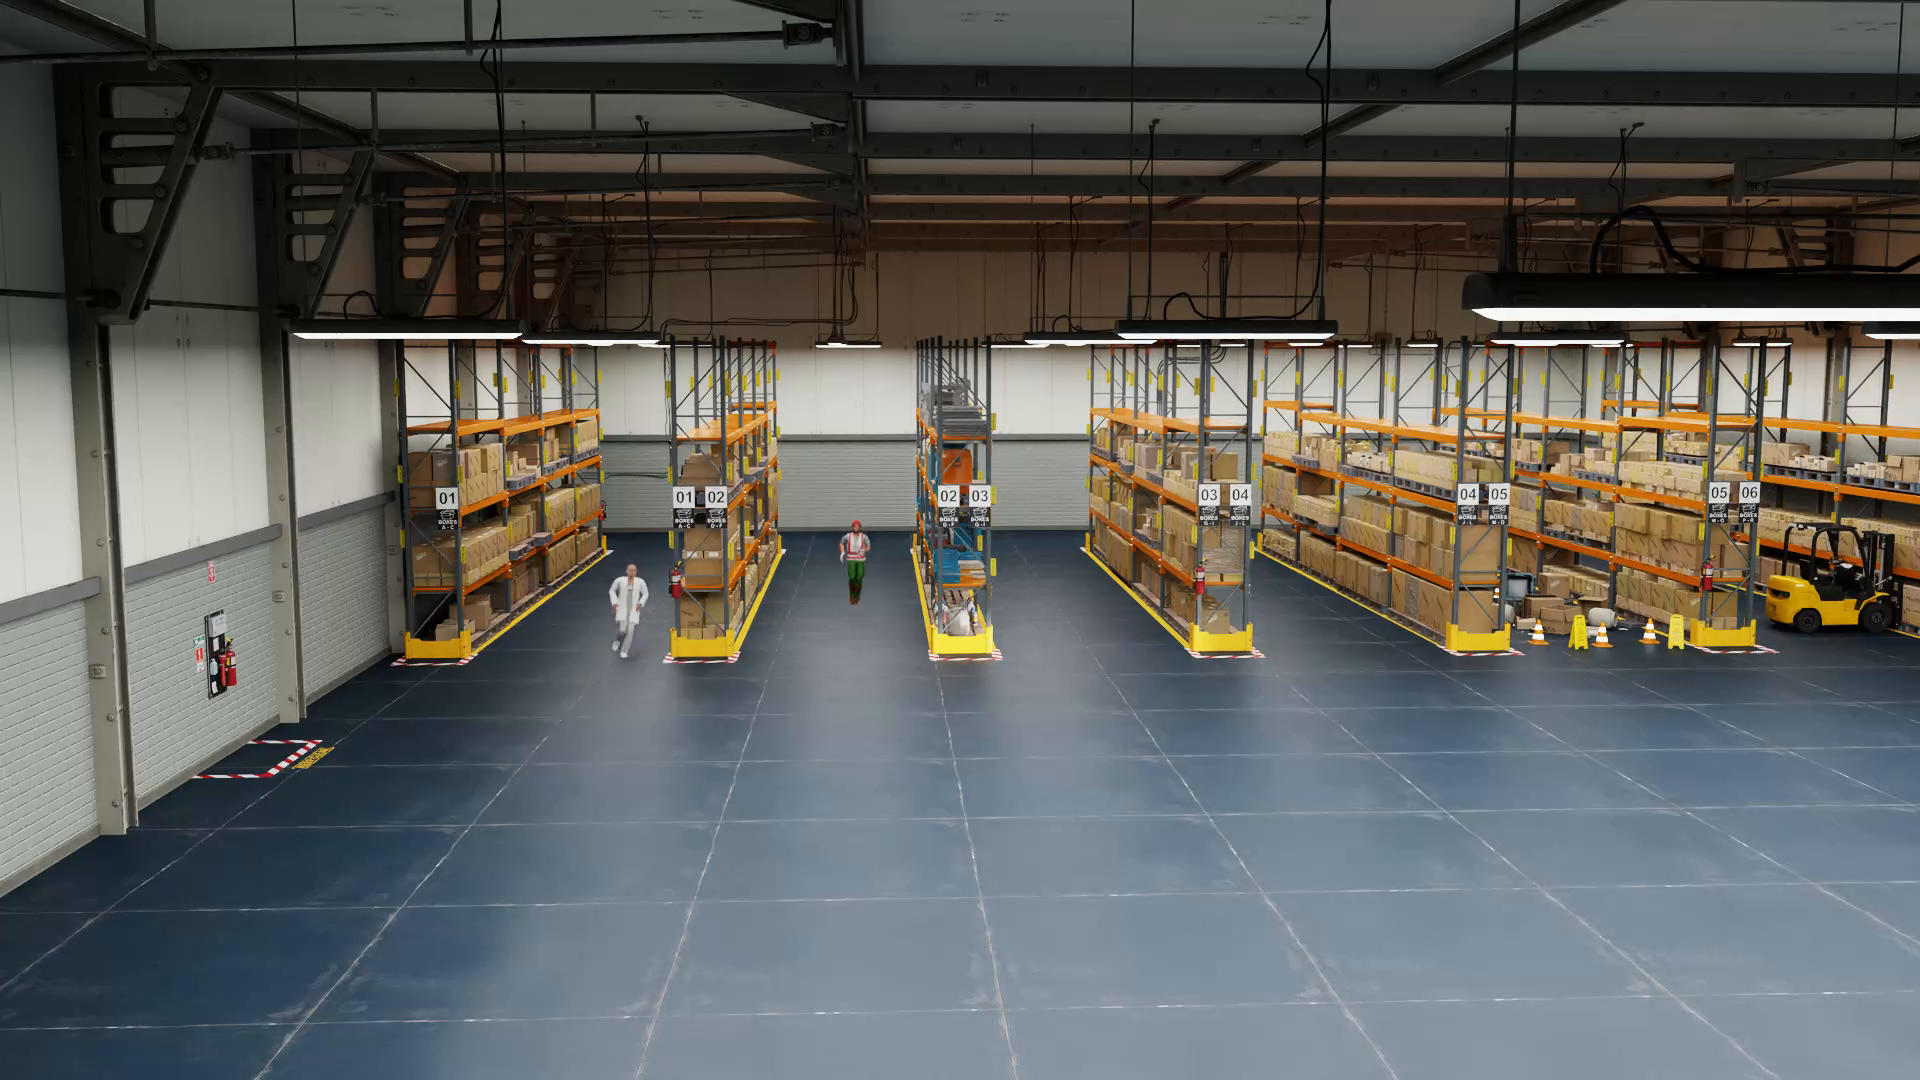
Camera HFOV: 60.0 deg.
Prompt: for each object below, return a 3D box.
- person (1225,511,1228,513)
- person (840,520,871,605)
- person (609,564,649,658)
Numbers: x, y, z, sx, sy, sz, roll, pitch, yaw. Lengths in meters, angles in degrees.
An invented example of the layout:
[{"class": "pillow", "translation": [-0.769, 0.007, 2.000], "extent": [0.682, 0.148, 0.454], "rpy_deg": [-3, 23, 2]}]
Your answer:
[{"class": "person", "translation": [7.379, -0.506, 47.720], "extent": [0.660, 1.687, 0.841], "rpy_deg": [3, 7, 25]}, {"class": "person", "translation": [-2.245, 0.486, 35.878], "extent": [0.648, 1.826, 0.681], "rpy_deg": [-1, 7, -10]}, {"class": "person", "translation": [-6.220, 1.335, 31.332], "extent": [0.715, 1.761, 0.621], "rpy_deg": [-2, 7, -18]}]
